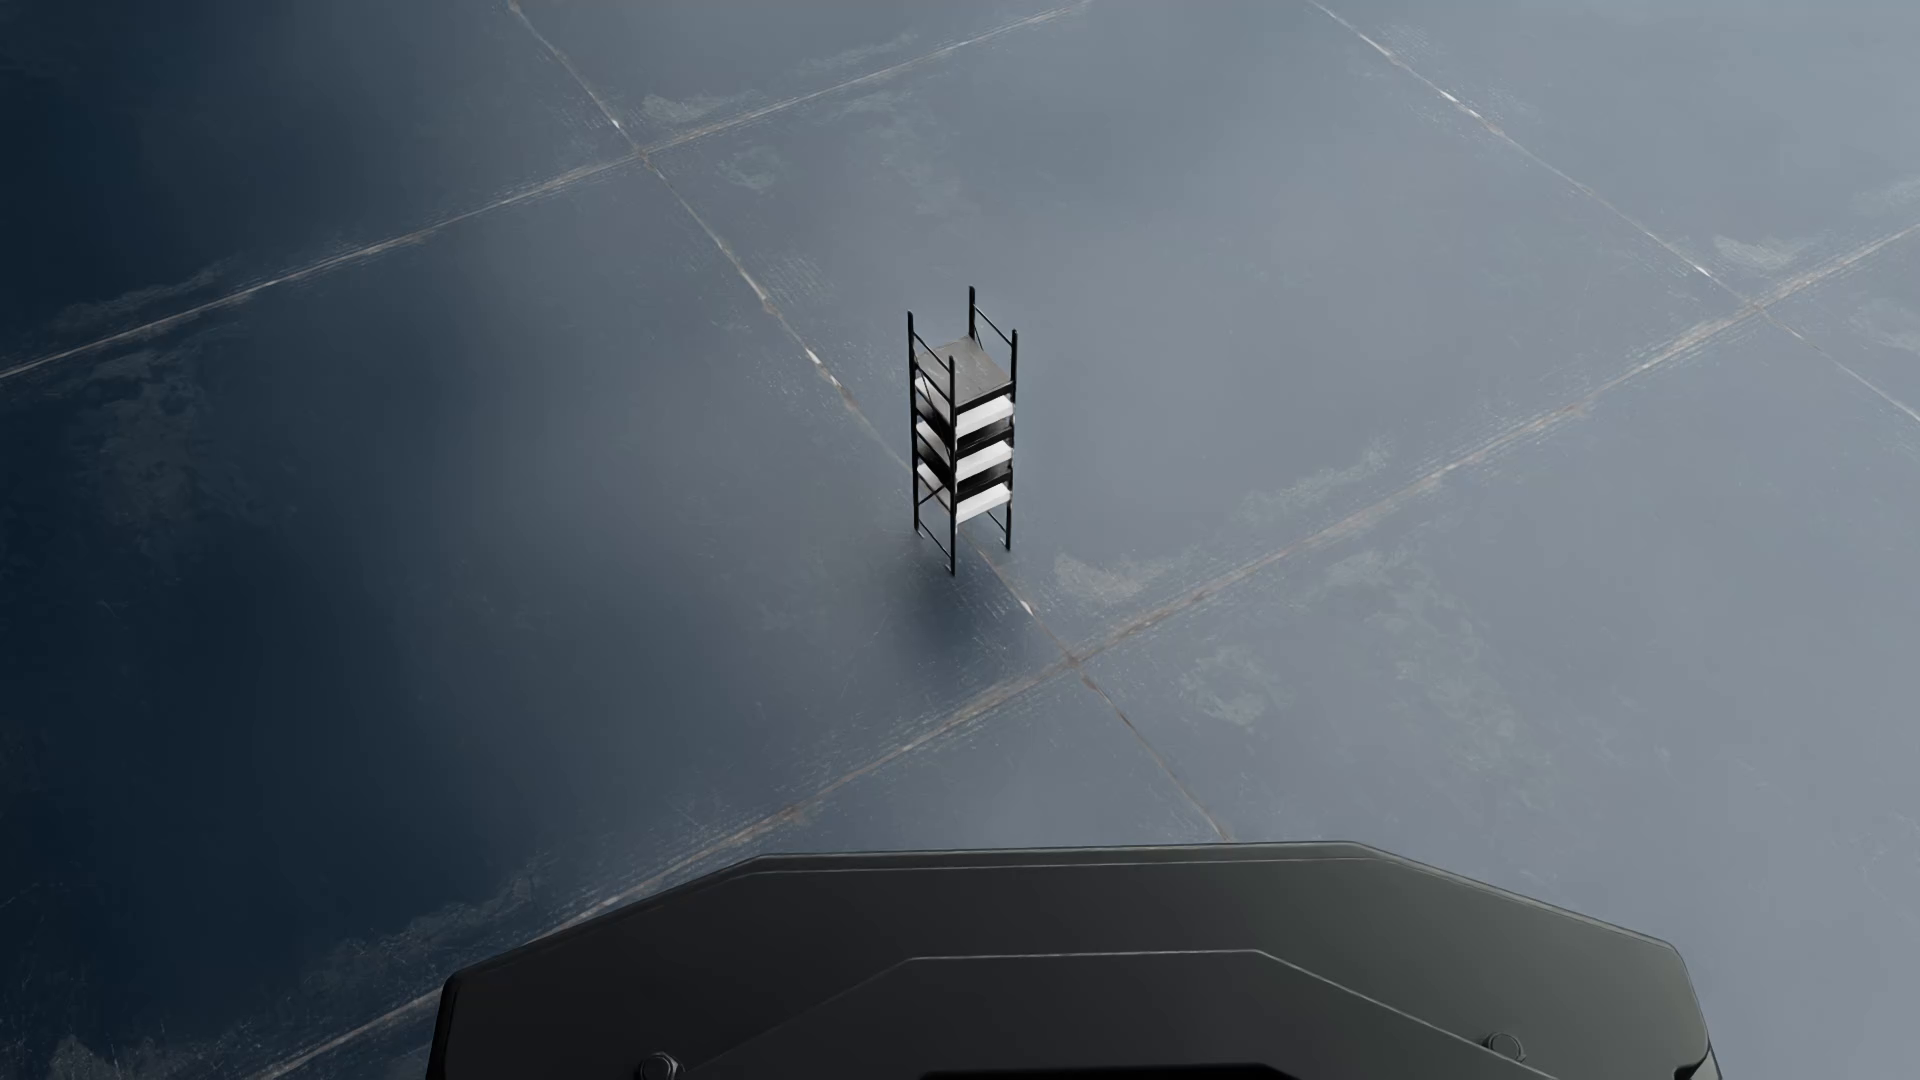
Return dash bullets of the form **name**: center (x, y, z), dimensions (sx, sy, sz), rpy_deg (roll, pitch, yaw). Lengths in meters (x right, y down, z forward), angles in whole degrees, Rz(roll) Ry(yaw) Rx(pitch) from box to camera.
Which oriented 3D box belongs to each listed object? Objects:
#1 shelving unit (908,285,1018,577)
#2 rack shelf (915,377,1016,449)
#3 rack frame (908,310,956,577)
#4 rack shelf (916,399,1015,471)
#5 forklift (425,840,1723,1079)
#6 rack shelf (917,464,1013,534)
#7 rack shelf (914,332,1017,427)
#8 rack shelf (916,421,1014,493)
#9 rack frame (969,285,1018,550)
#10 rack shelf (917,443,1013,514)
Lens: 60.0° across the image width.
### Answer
- **shelving unit**: center (0.007, -0.303, 4.917), dimensions (0.210, 0.900, 0.258), rpy_deg (-25, 53, -21)
- **rack shelf**: center (0.007, -0.400, 4.807), dimensions (0.200, 0.077, 0.258), rpy_deg (-25, 53, -21)
- **rack frame**: center (-0.079, -0.262, 4.881), dimensions (0.006, 0.900, 0.240), rpy_deg (-25, 53, -21)
- **rack shelf**: center (0.007, -0.340, 4.874), dimensions (0.200, 0.077, 0.258), rpy_deg (-25, 53, -21)
- **forklift**: center (0.098, 1.735, 1.742), dimensions (1.130, 2.935, 3.031), rpy_deg (-1, 48, -1)
- **rack shelf**: center (0.007, -0.161, 5.076), dimensions (0.200, 0.077, 0.258), rpy_deg (-25, 53, -21)
- **rack shelf**: center (0.007, -0.460, 4.740), dimensions (0.200, 0.077, 0.258), rpy_deg (-25, 53, -21)
- **rack shelf**: center (0.007, -0.280, 4.942), dimensions (0.200, 0.077, 0.258), rpy_deg (-25, 53, -21)
- **rack frame**: center (0.093, -0.343, 4.953), dimensions (0.006, 0.900, 0.240), rpy_deg (-25, 53, -21)
- **rack shelf**: center (0.007, -0.220, 5.009), dimensions (0.200, 0.077, 0.258), rpy_deg (-25, 53, -21)
